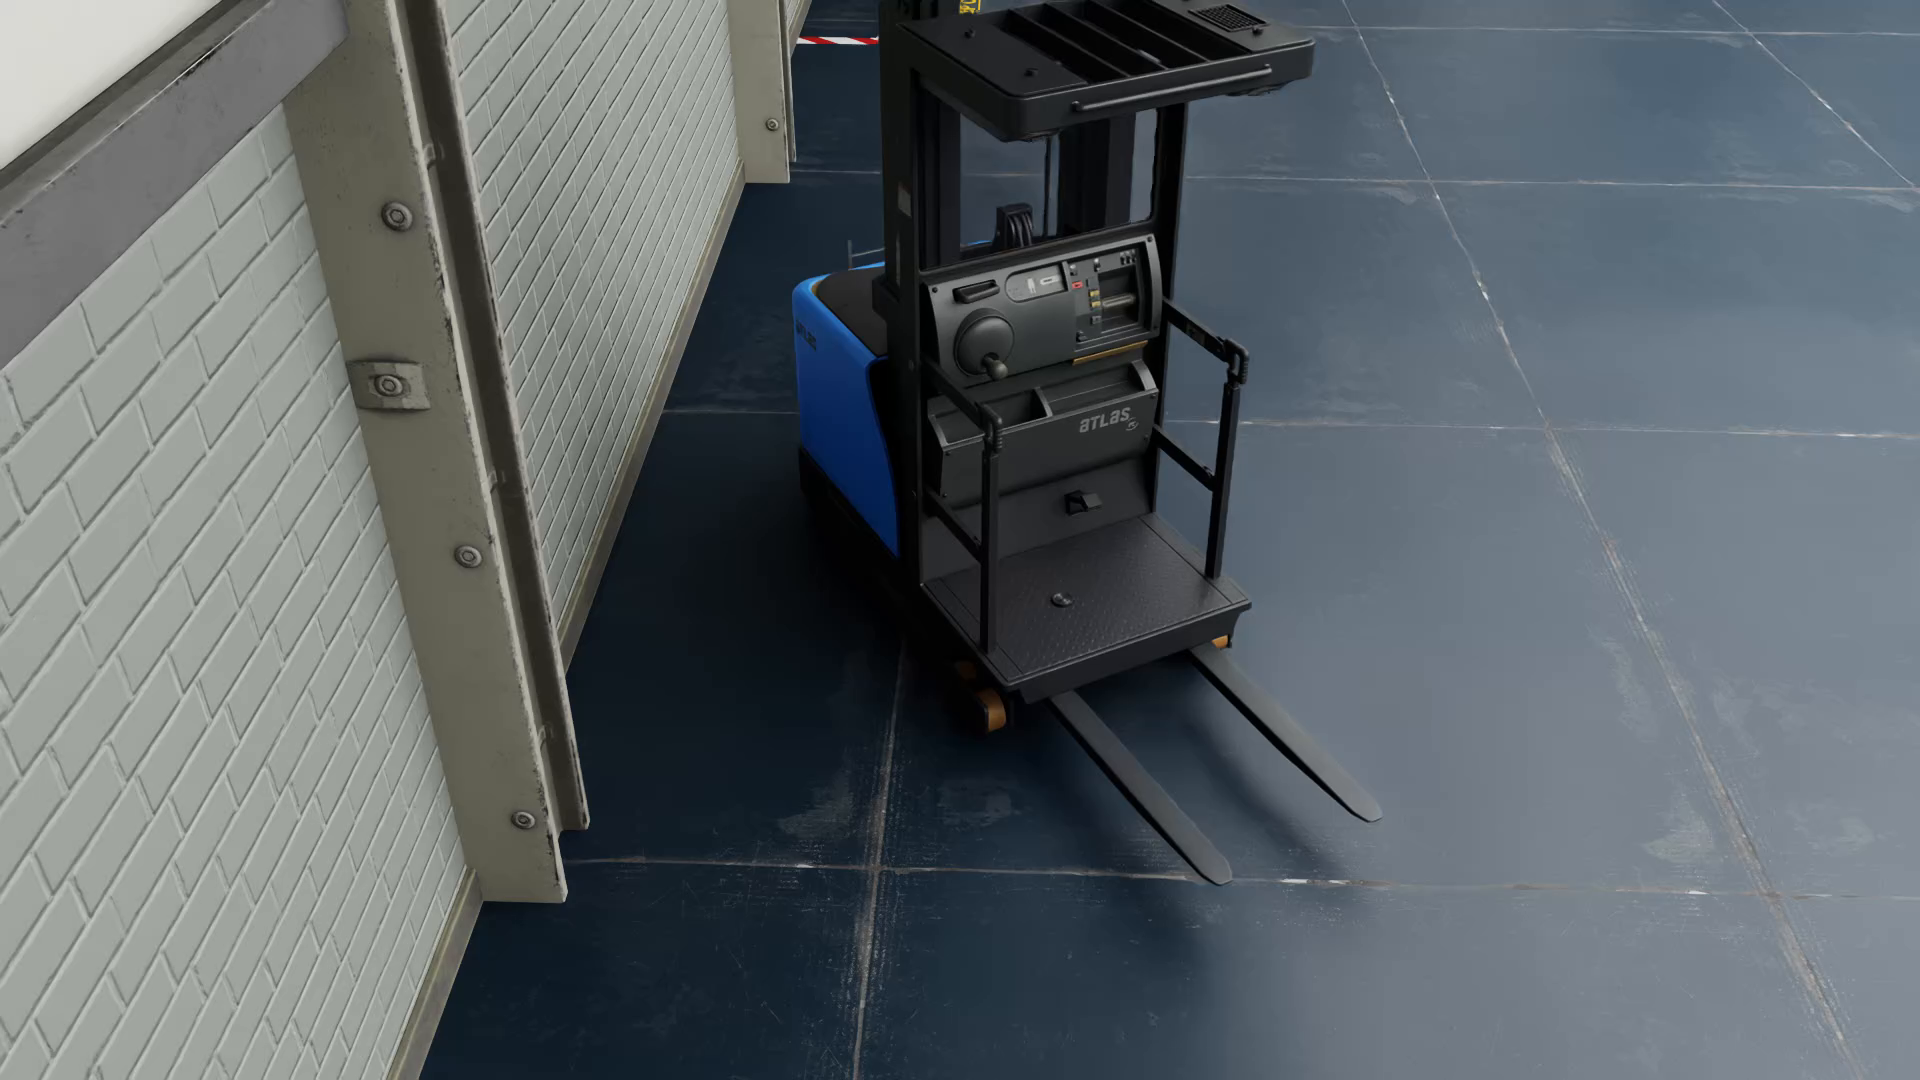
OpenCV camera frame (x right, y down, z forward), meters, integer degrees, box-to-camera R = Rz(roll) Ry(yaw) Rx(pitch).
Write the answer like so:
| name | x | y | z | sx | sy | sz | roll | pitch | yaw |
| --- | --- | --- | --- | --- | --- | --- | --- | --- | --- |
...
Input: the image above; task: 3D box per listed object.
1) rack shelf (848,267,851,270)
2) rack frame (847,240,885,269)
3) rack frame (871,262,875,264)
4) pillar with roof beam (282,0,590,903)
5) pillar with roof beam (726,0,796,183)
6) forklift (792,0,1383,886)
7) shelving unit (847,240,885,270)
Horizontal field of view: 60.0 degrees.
| name | x | y | z | sx | sy | sz | roll | pitch | yaw |
| --- | --- | --- | --- | --- | --- | --- | --- | --- | --- |
| rack shelf | -0.348 | -1.067 | 7.380 | 0.215 | 0.259 | 0.240 | -17 | 38 | -22 |
| rack frame | -0.405 | -0.905 | 7.625 | 0.200 | 1.050 | 0.008 | -17 | 38 | -22 |
| rack frame | -0.291 | -0.781 | 7.448 | 0.200 | 1.050 | 0.008 | -17 | 38 | -22 |
| pillar with roof beam | 2.838 | -2.492 | 2.970 | 9.100 | 9.000 | 0.400 | 1 | 35 | 2 |
| pillar with roof beam | 3.079 | -5.939 | 7.875 | 9.100 | 9.000 | 0.400 | 1 | 35 | 2 |
| forklift | 0.415 | -0.775 | 5.804 | 1.130 | 2.935 | 3.031 | -17 | 38 | -22 |
| shelving unit | -0.348 | -0.843 | 7.537 | 0.215 | 1.050 | 0.252 | -17 | 38 | -22 |
